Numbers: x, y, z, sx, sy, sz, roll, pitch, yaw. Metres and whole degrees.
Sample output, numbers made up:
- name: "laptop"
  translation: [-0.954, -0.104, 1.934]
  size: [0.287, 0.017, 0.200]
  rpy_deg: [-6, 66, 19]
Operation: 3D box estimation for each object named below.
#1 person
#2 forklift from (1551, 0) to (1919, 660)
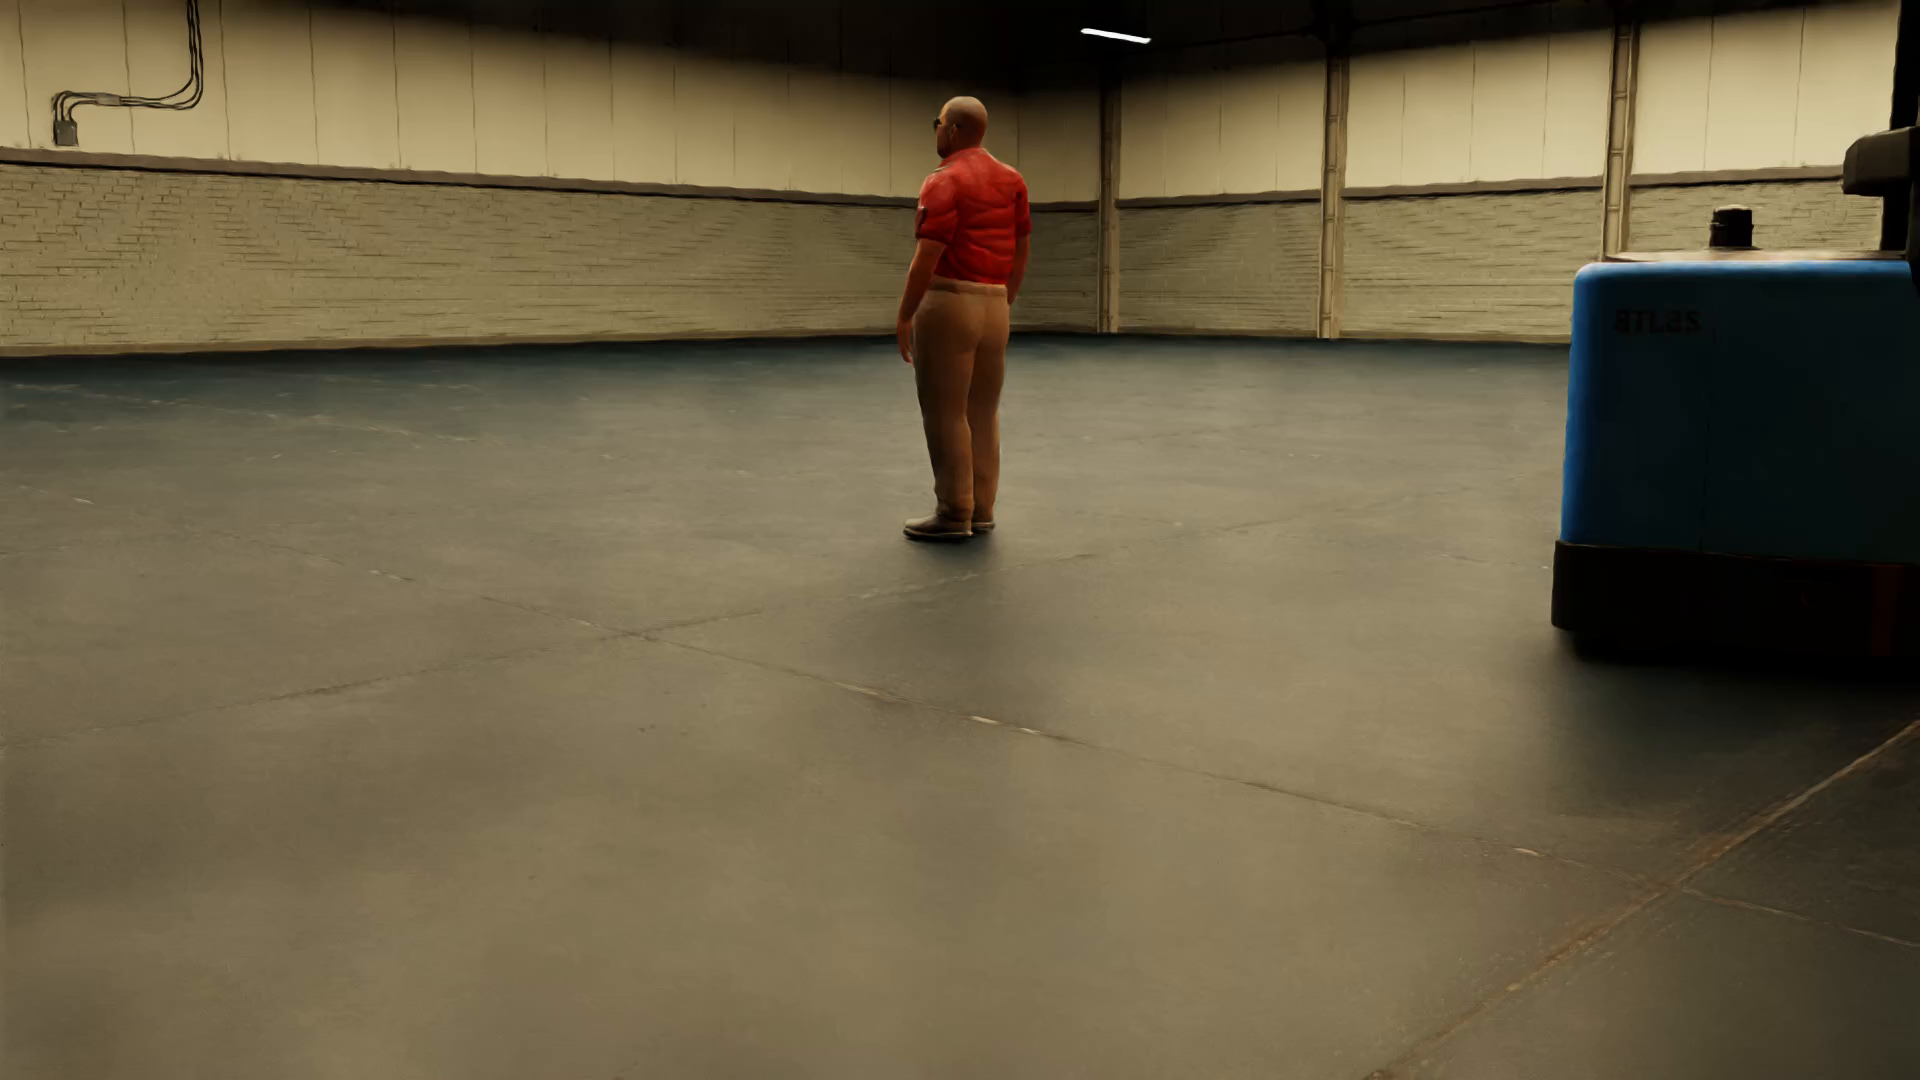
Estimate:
- name: "person"
  translation: [-0.056, -0.873, 6.658]
  size: [0.550, 1.727, 0.640]
  rpy_deg: [8, 12, 43]
- name: "forklift"
  translation: [3.221, -1.111, 4.250]
  size: [3.031, 2.935, 1.130]
  rpy_deg: [4, 9, 24]
